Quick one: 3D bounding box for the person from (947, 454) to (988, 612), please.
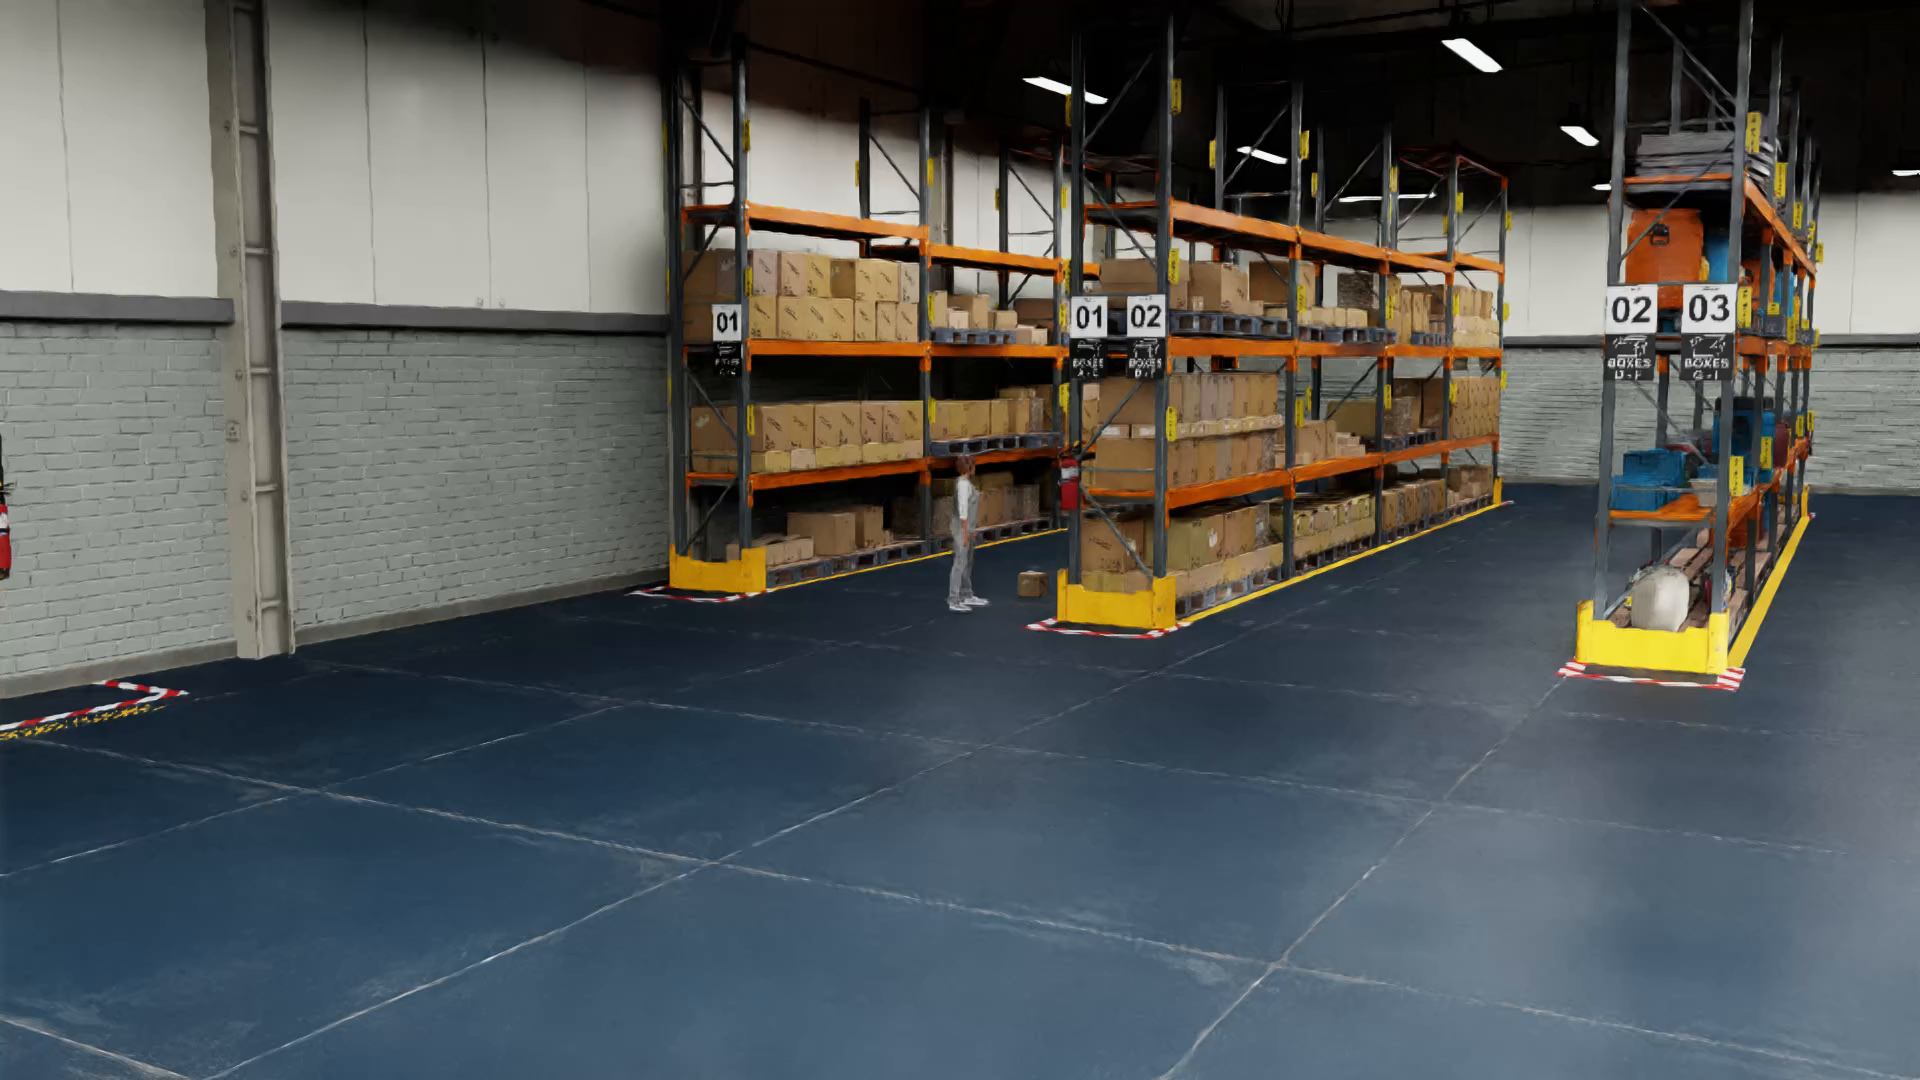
[{"bbox_3d":[0.082,-0.085,17.109,0.419,1.603,0.491,0,6,1],"label":"person"}]
